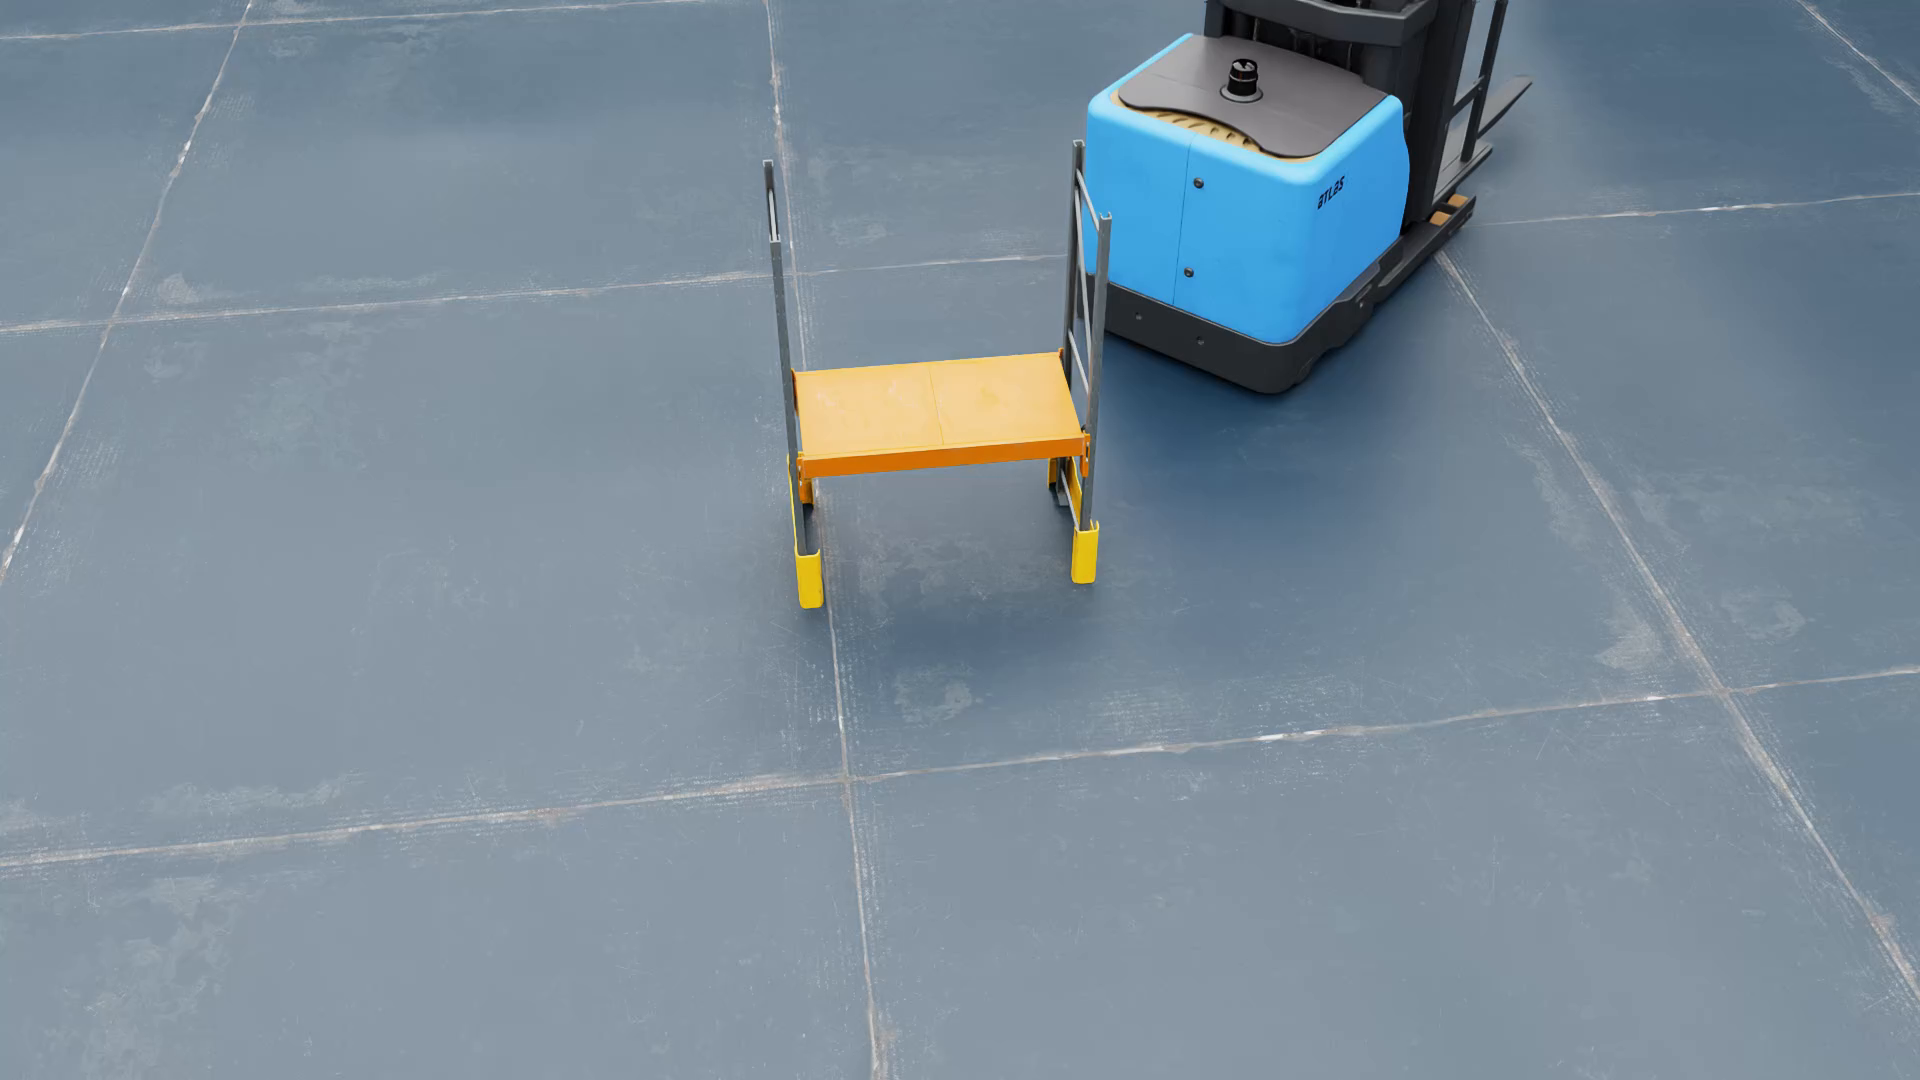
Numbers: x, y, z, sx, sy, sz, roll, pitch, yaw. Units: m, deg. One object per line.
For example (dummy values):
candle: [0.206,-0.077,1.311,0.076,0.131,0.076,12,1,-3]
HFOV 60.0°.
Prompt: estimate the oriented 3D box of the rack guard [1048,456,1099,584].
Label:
rack guard: [0.418,-0.129,6.207,0.087,0.250,0.587,-5,42,-6]

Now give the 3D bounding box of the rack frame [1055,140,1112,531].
rack frame: [0.419,-0.594,5.788,0.032,1.500,0.500,-5,42,-6]

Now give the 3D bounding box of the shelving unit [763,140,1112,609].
shelving unit: [-0.076,-0.550,5.740,1.083,1.500,0.587,-5,42,-6]

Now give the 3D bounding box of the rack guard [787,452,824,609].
rack guard: [-0.569,-0.043,6.111,0.087,0.250,0.587,-5,42,-6]

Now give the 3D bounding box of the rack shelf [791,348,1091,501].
rack shelf: [-0.085,-0.416,5.860,1.000,0.185,0.538,-5,42,-6]

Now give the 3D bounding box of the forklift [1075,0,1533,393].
forklift: [1.776,-2.628,6.976,1.130,2.935,3.031,27,48,26]

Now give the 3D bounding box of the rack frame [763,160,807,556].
rack frame: [-0.589,-0.505,5.691,0.032,1.500,0.500,-5,42,-6]
